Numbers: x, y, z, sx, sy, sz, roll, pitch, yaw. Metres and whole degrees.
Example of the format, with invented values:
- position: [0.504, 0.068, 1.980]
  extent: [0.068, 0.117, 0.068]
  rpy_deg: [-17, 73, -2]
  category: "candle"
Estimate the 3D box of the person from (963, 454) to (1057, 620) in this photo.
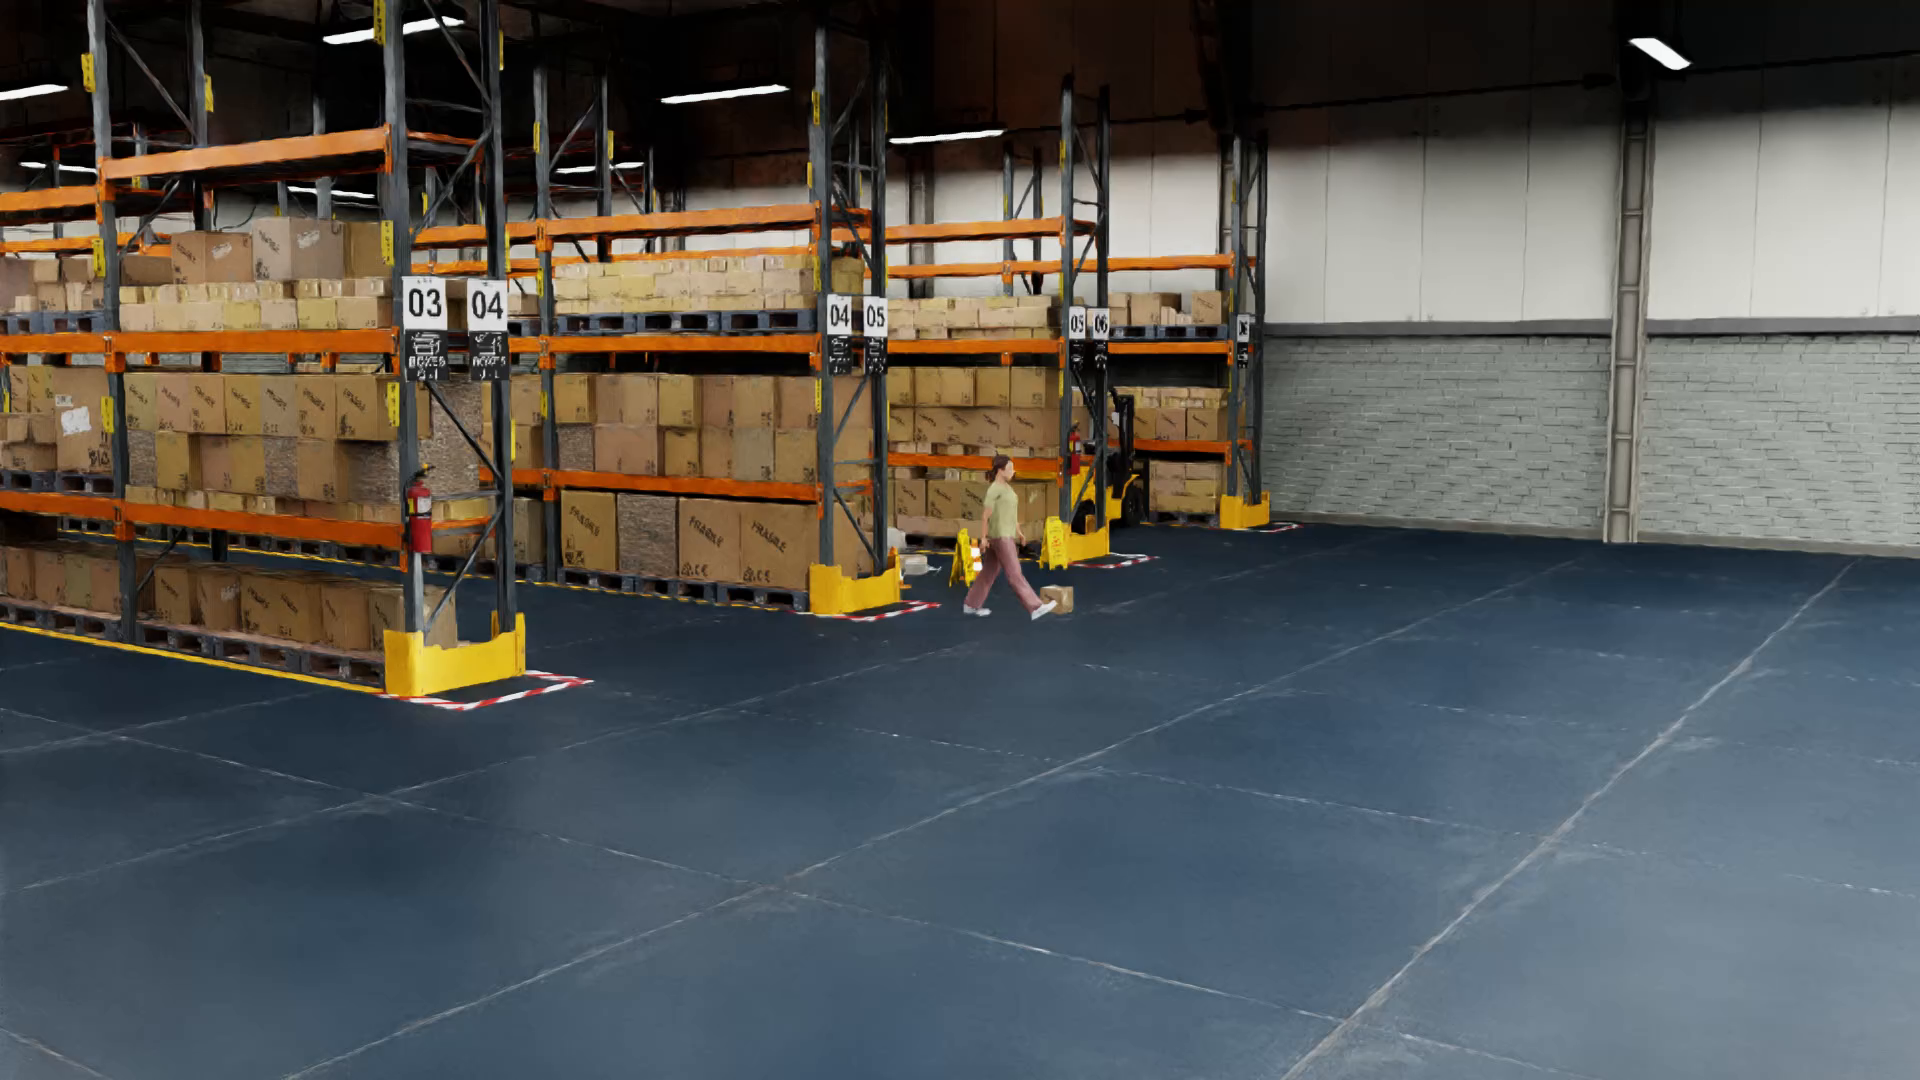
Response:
- position: [0.495, -0.020, 16.319]
  extent: [1.026, 1.579, 0.476]
  rpy_deg: [2, 7, 15]
  category: "person"
